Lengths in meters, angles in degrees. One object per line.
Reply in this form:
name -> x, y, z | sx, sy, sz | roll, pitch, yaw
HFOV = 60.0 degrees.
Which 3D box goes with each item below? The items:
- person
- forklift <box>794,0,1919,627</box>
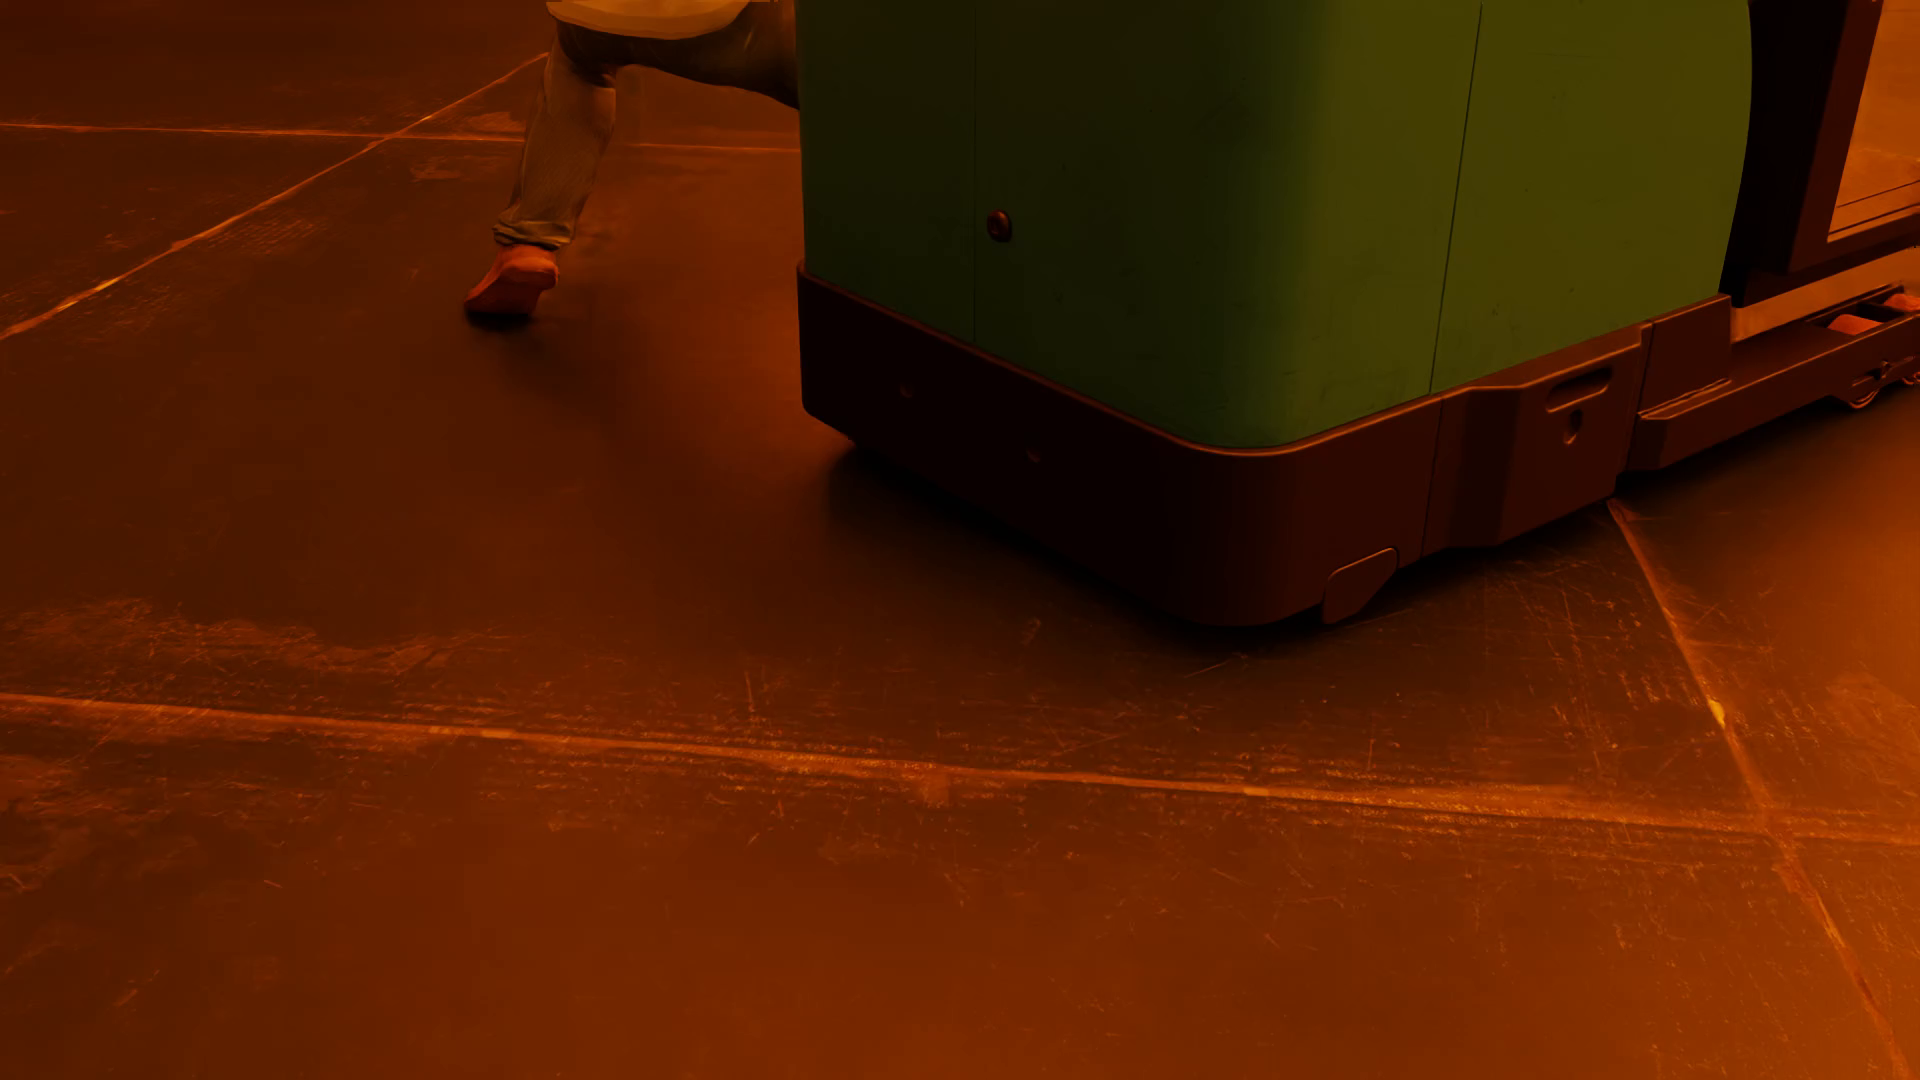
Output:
person -> -0.434, -1.094, 3.022 | 1.155, 1.553, 0.704 | 14, 30, 26
forklift -> 1.214, -1.713, 2.650 | 3.031, 2.935, 1.130 | -19, 32, -33
